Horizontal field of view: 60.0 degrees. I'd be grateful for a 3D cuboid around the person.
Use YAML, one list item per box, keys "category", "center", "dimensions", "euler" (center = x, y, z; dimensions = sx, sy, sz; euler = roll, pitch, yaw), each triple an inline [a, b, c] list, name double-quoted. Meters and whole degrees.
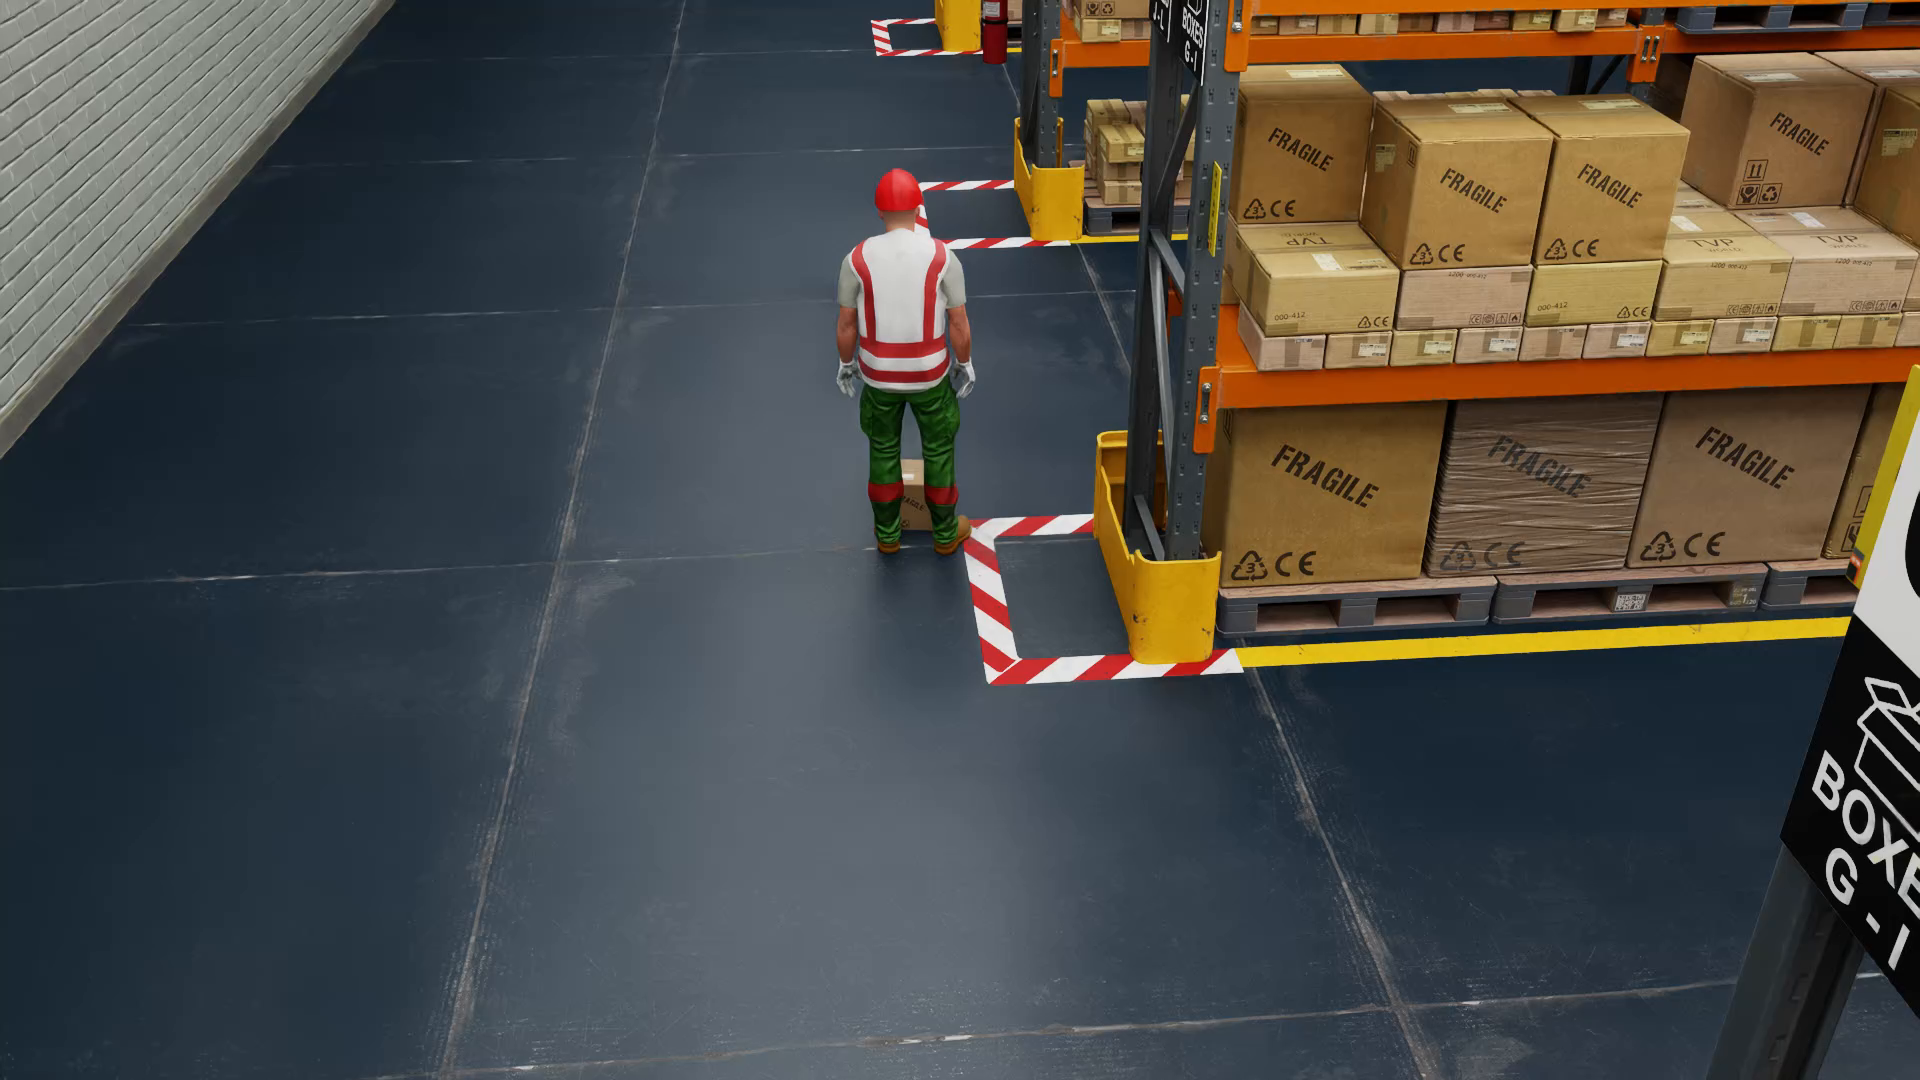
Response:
- category: "person"
  center: [-0.242, -0.758, 7.386]
  dimensions: [0.621, 1.781, 0.445]
  euler: [2, 31, 3]
